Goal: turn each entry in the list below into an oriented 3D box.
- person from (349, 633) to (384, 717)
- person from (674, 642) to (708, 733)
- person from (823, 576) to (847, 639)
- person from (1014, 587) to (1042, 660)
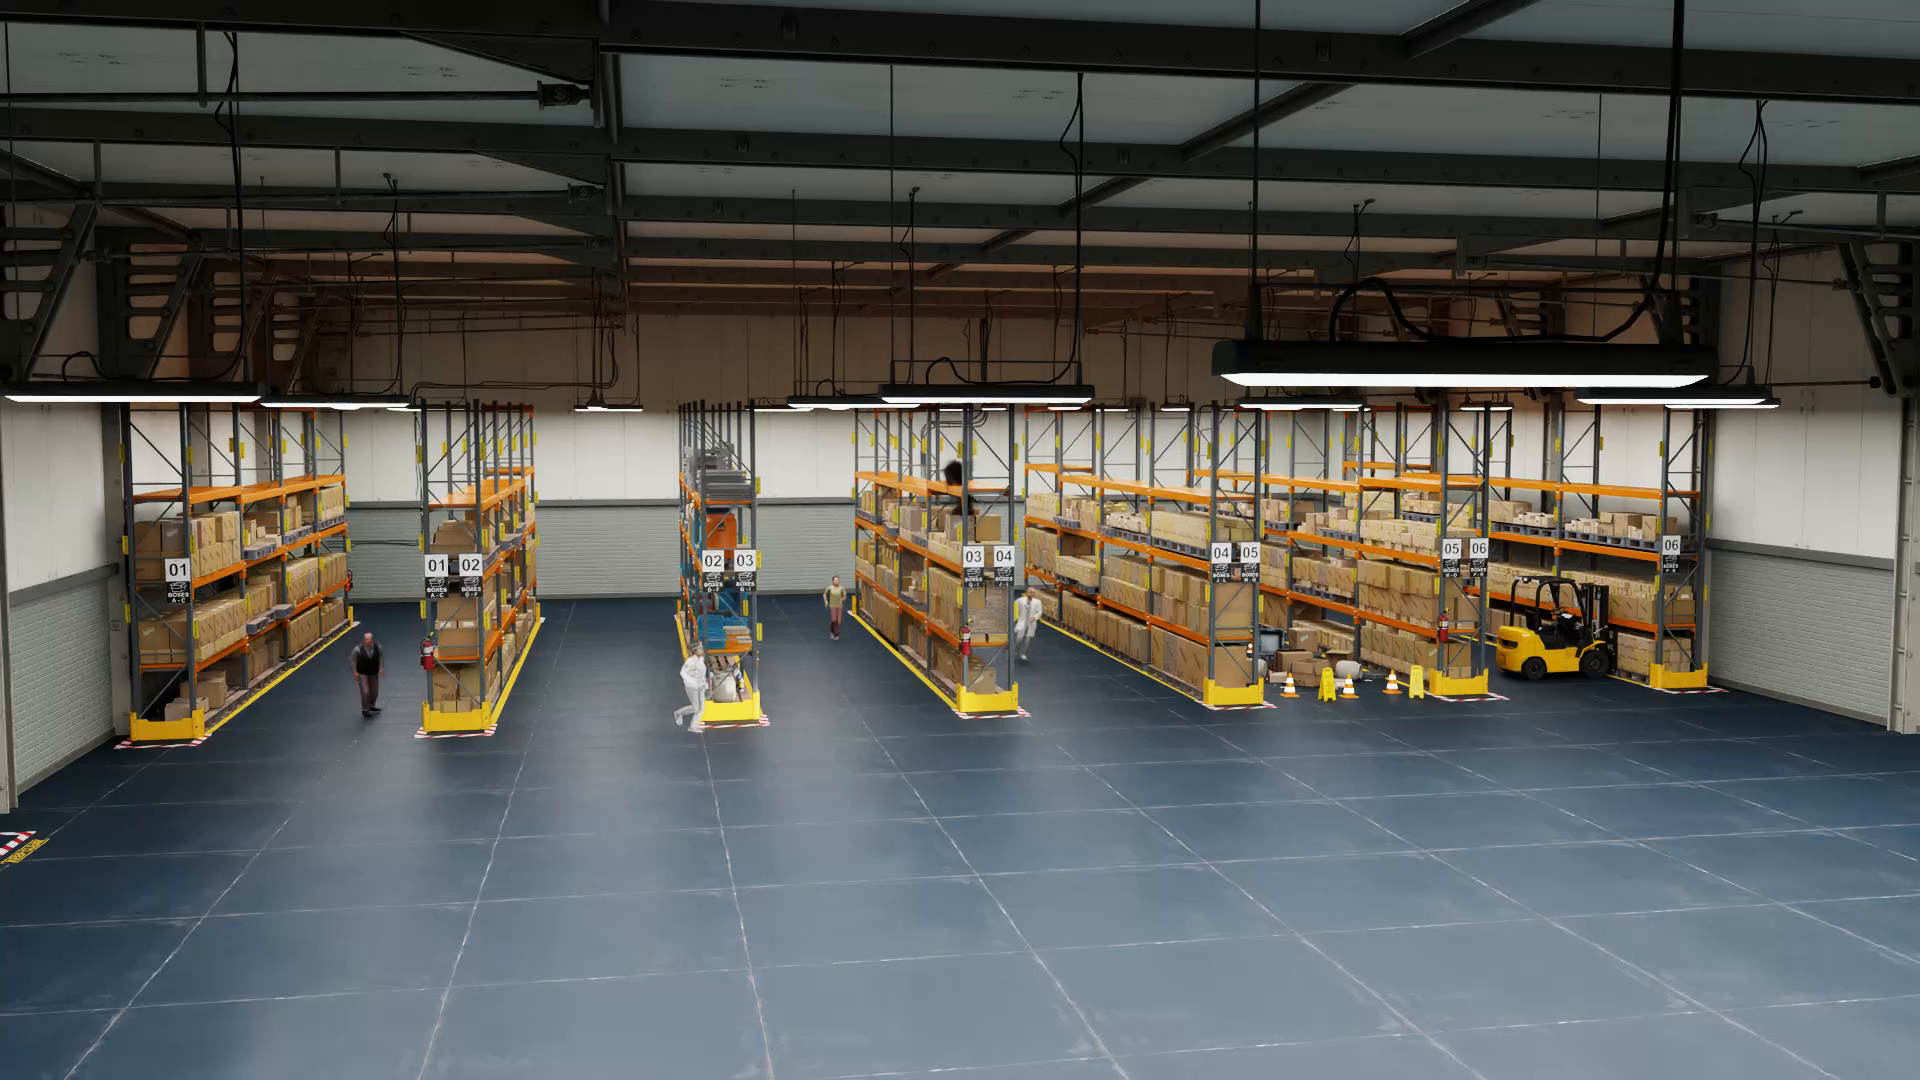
[{"bbox_3d":[-11.275,2.531,31.574,0.697,1.612,0.777,-4,6,-44],"label":"person"},{"bbox_3d":[-4.842,2.645,30.054,0.602,1.648,0.609,2,5,29],"label":"person"},{"bbox_3d":[-3.135,1.717,42.033,0.565,1.631,0.607,-1,4,-15],"label":"person"},{"bbox_3d":[1.501,1.941,38.286,0.783,1.720,0.859,0,4,1],"label":"person"}]
